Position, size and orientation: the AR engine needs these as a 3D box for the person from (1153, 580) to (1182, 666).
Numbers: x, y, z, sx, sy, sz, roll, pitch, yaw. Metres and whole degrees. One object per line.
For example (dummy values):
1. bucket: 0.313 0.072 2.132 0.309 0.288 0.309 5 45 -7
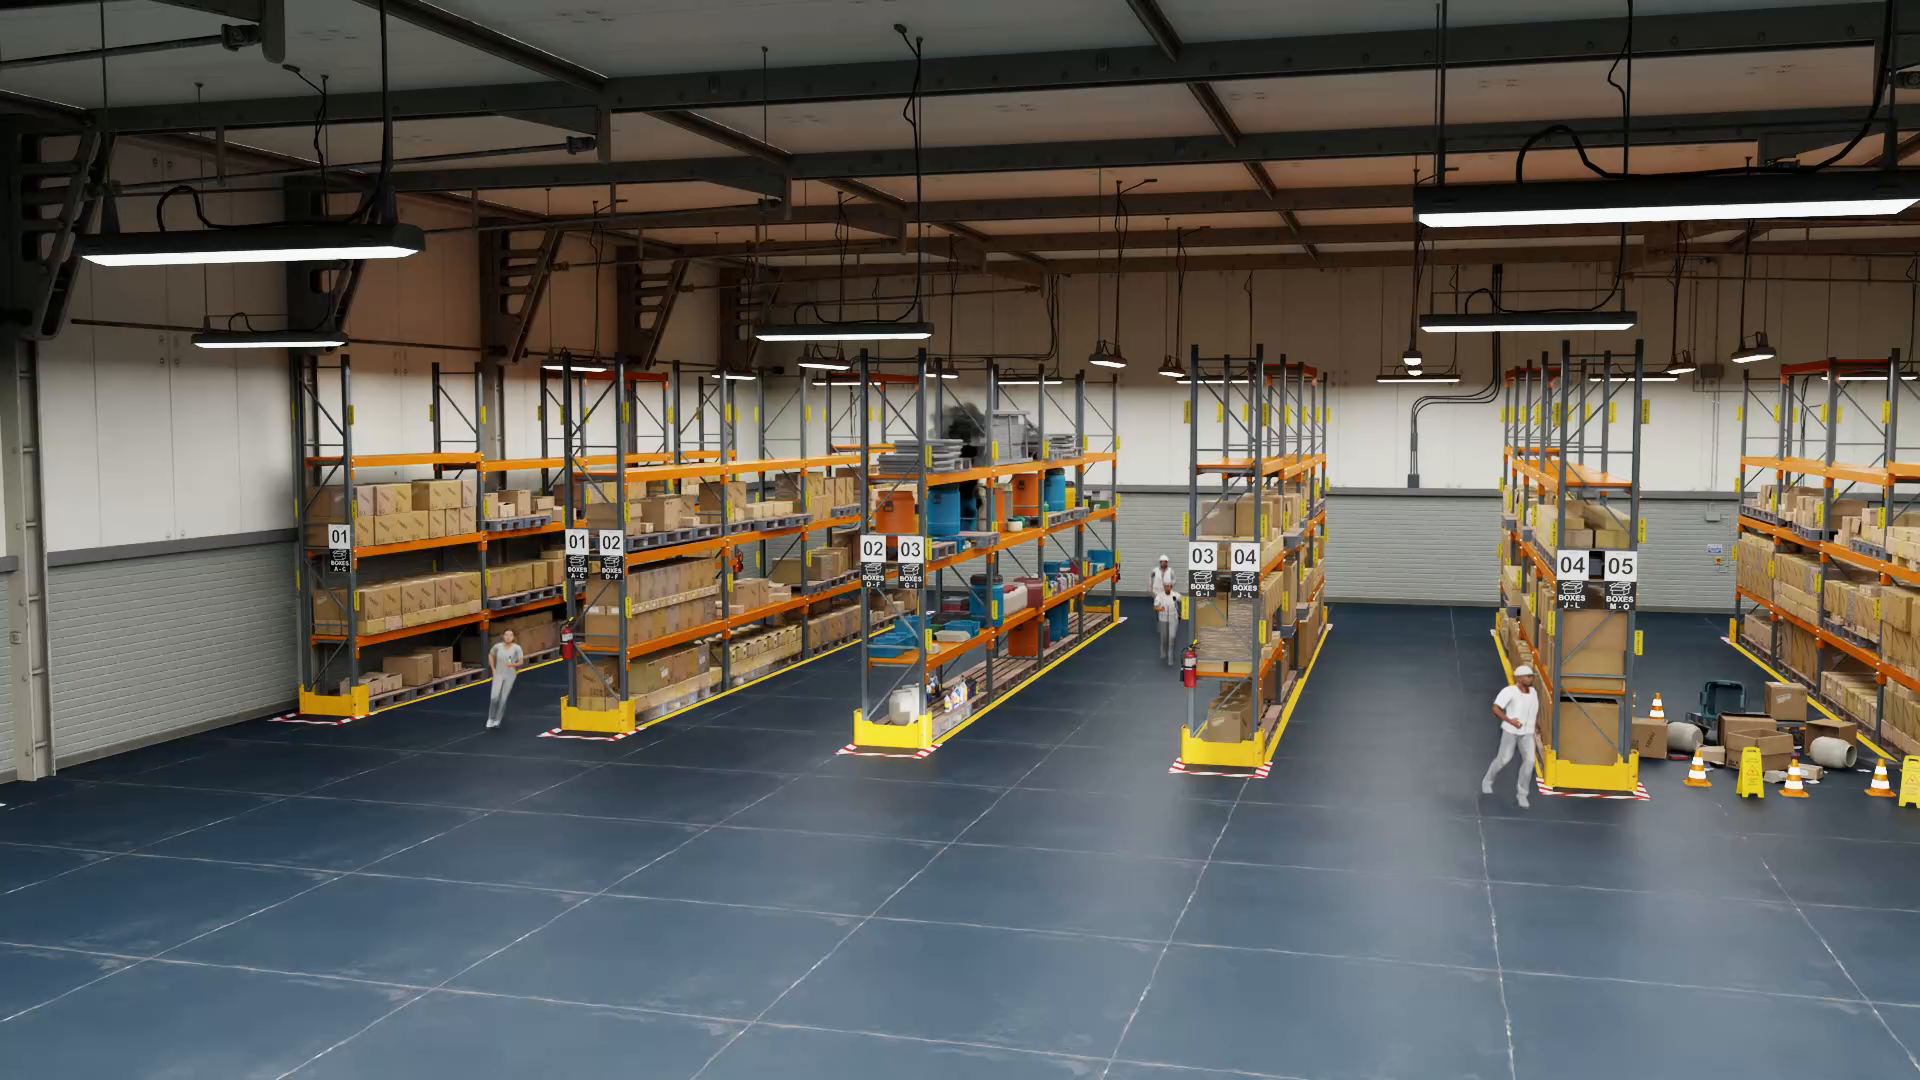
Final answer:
1. person: 4.228 1.658 33.634 0.612 1.709 0.896 1 4 13

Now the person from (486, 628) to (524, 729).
1. person: -7.276 2.198 26.578 0.600 1.617 0.625 -1 4 -11

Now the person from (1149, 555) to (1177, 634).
1. person: 4.666 1.255 38.257 0.623 1.825 0.832 0 4 2

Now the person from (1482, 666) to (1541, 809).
1. person: 7.258 2.516 21.567 0.758 1.785 0.827 -1 4 -14
